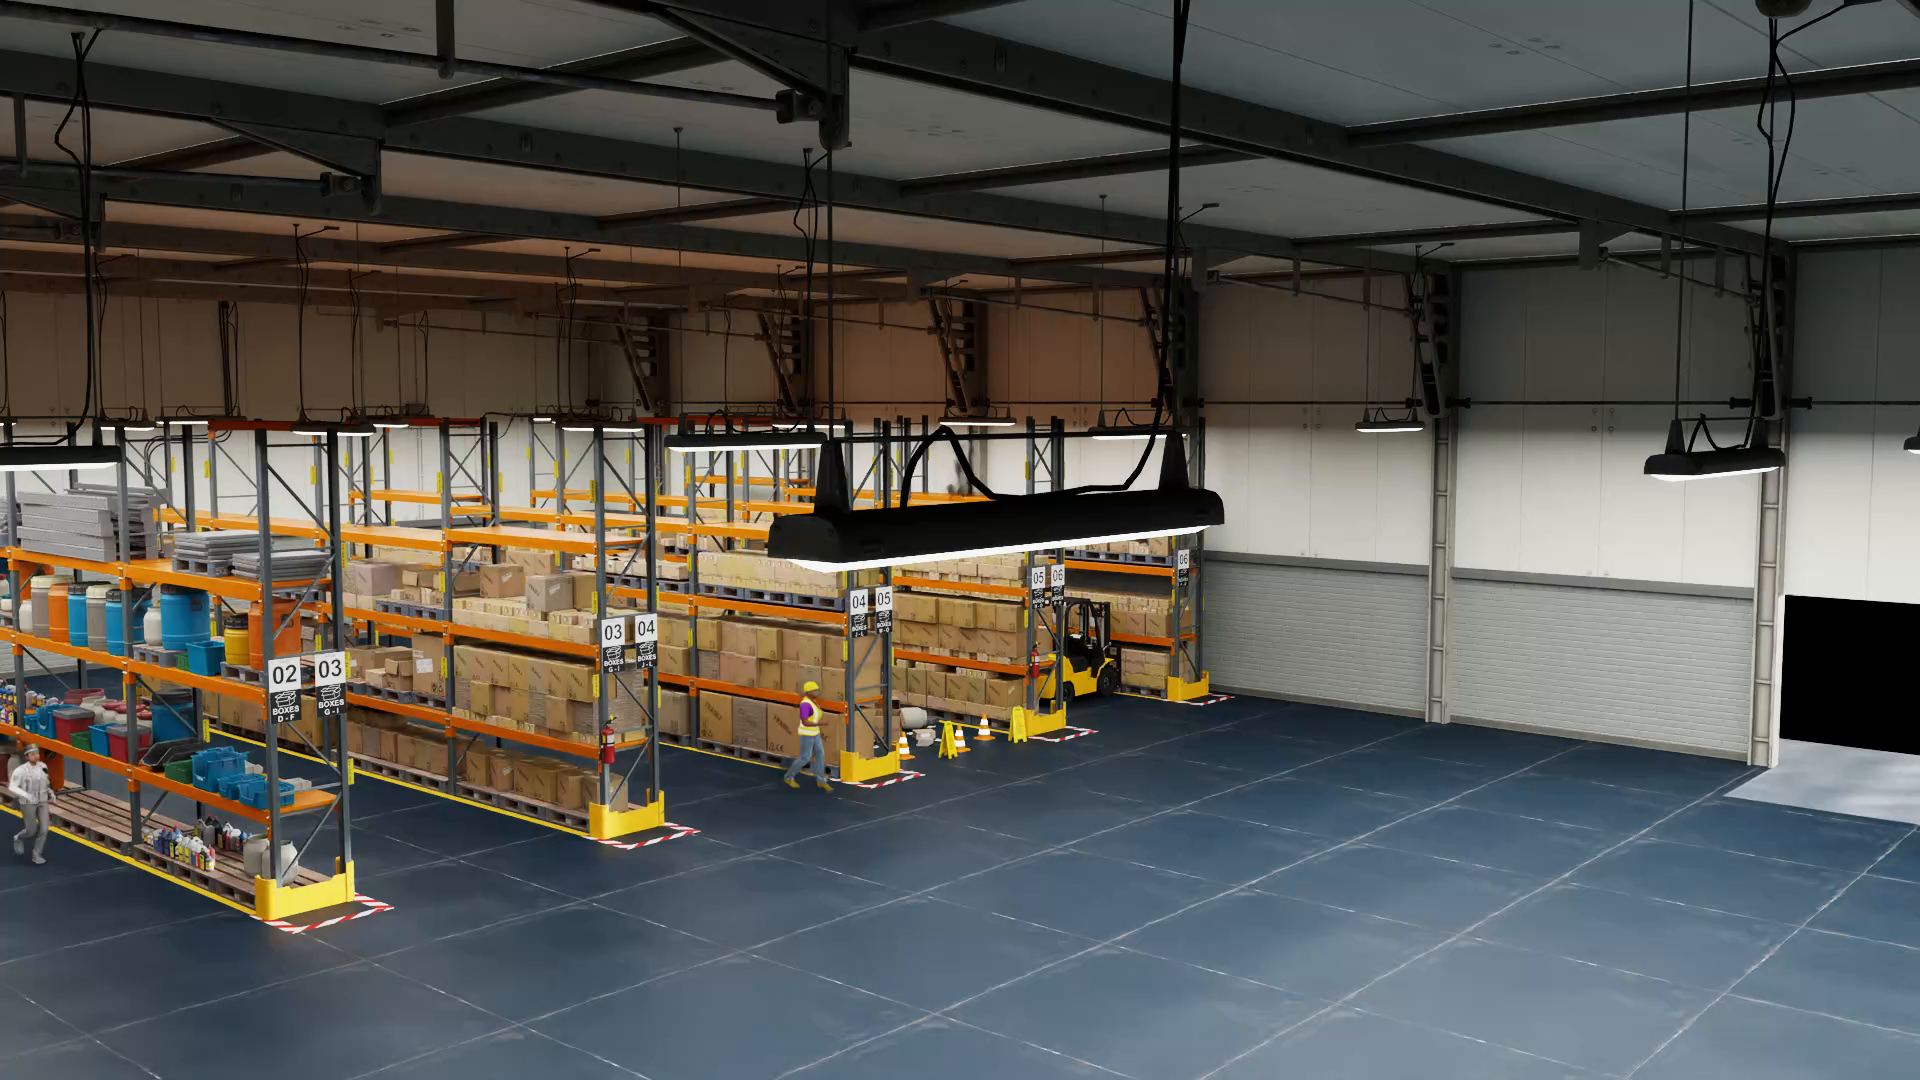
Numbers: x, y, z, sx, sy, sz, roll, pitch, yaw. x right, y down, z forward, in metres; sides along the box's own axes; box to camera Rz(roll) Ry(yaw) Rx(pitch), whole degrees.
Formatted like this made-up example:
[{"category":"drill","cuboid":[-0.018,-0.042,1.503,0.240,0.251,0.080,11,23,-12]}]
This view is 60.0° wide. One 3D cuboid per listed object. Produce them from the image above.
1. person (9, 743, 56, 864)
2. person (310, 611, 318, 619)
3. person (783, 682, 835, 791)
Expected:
[{"category":"person","cuboid":[-12.750,3.607,22.863,0.611,1.648,0.609,3,5,30]},{"category":"person","cuboid":[-14.375,2.373,37.030,0.694,1.803,0.864,-3,6,-35]},{"category":"person","cuboid":[-2.464,3.202,27.048,0.825,1.817,0.724,1,5,11]}]
